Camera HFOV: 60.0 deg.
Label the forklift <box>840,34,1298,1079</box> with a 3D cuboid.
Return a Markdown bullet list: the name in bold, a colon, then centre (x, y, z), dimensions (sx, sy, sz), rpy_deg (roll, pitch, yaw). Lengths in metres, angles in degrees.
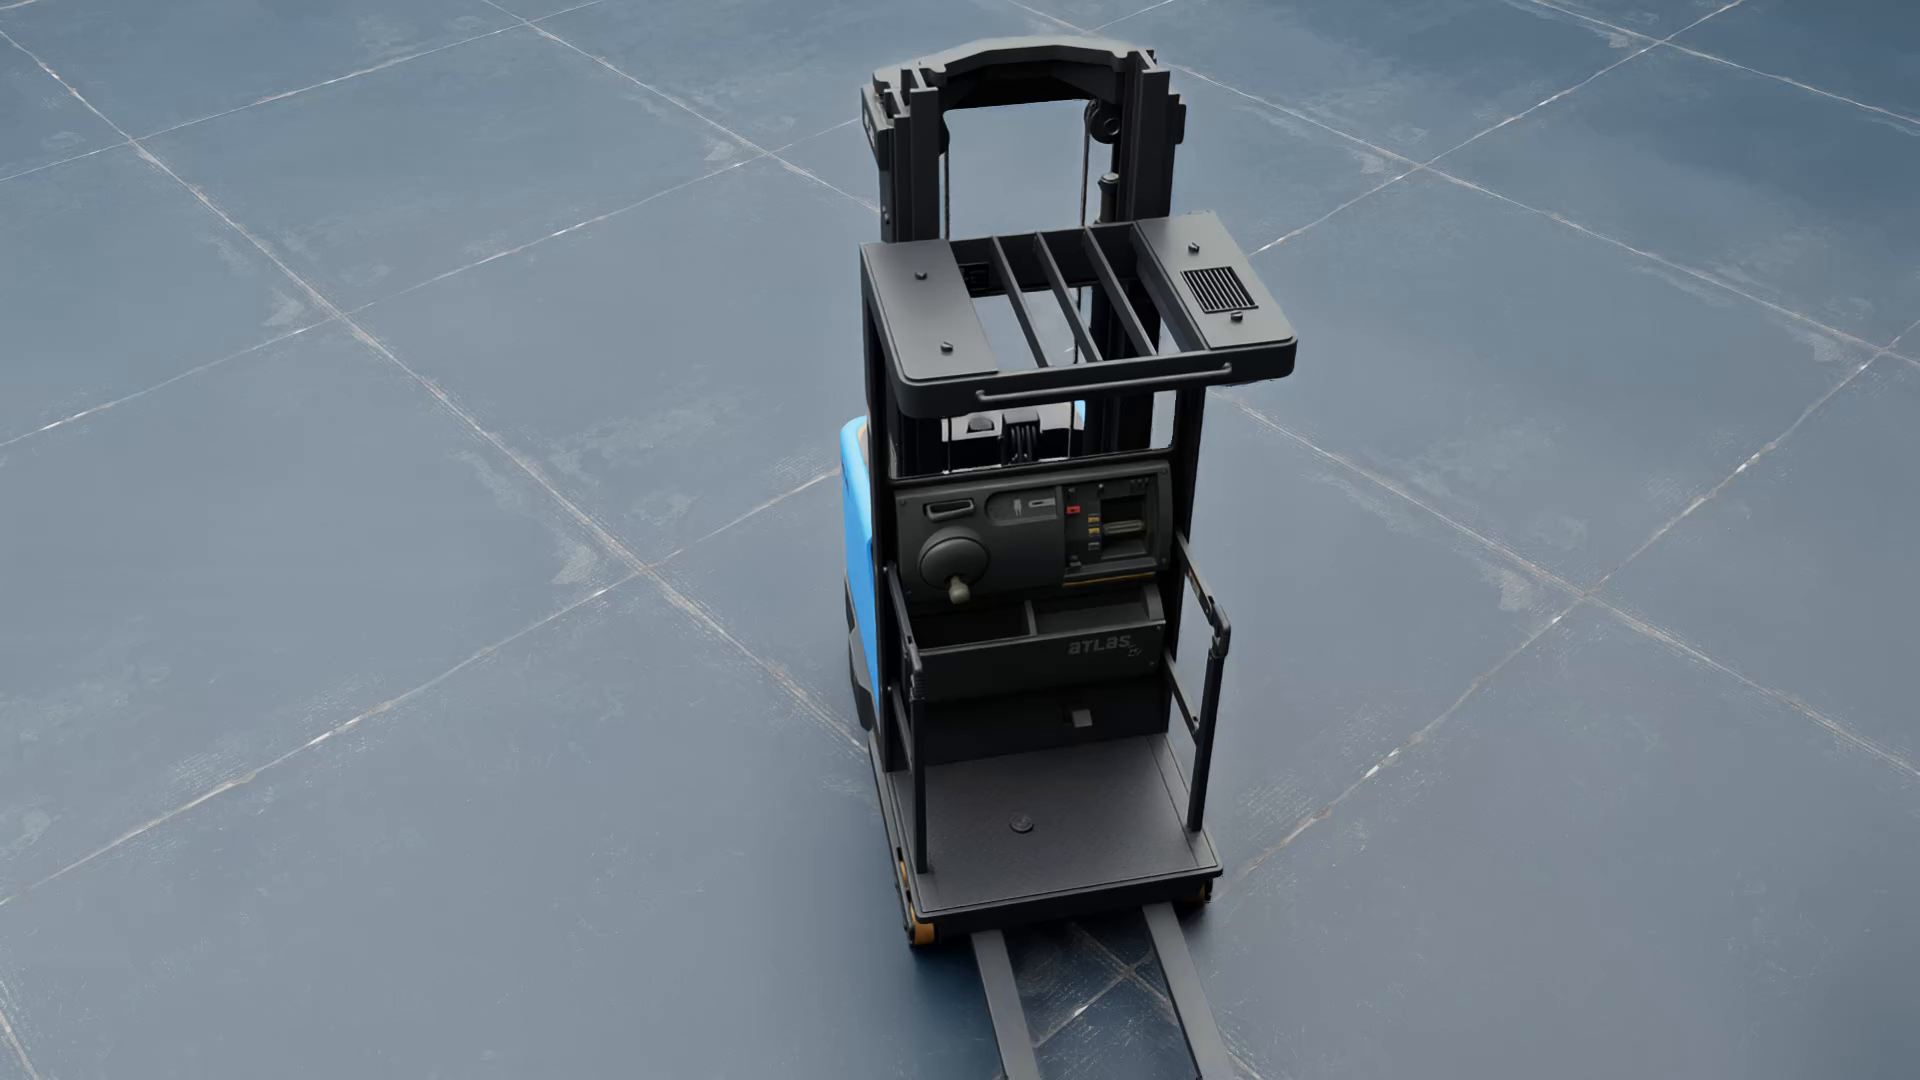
- **forklift**: centre (0.296, 0.053, 5.351), dimensions (1.130, 2.935, 3.031), rpy_deg (-7, 39, -9)
